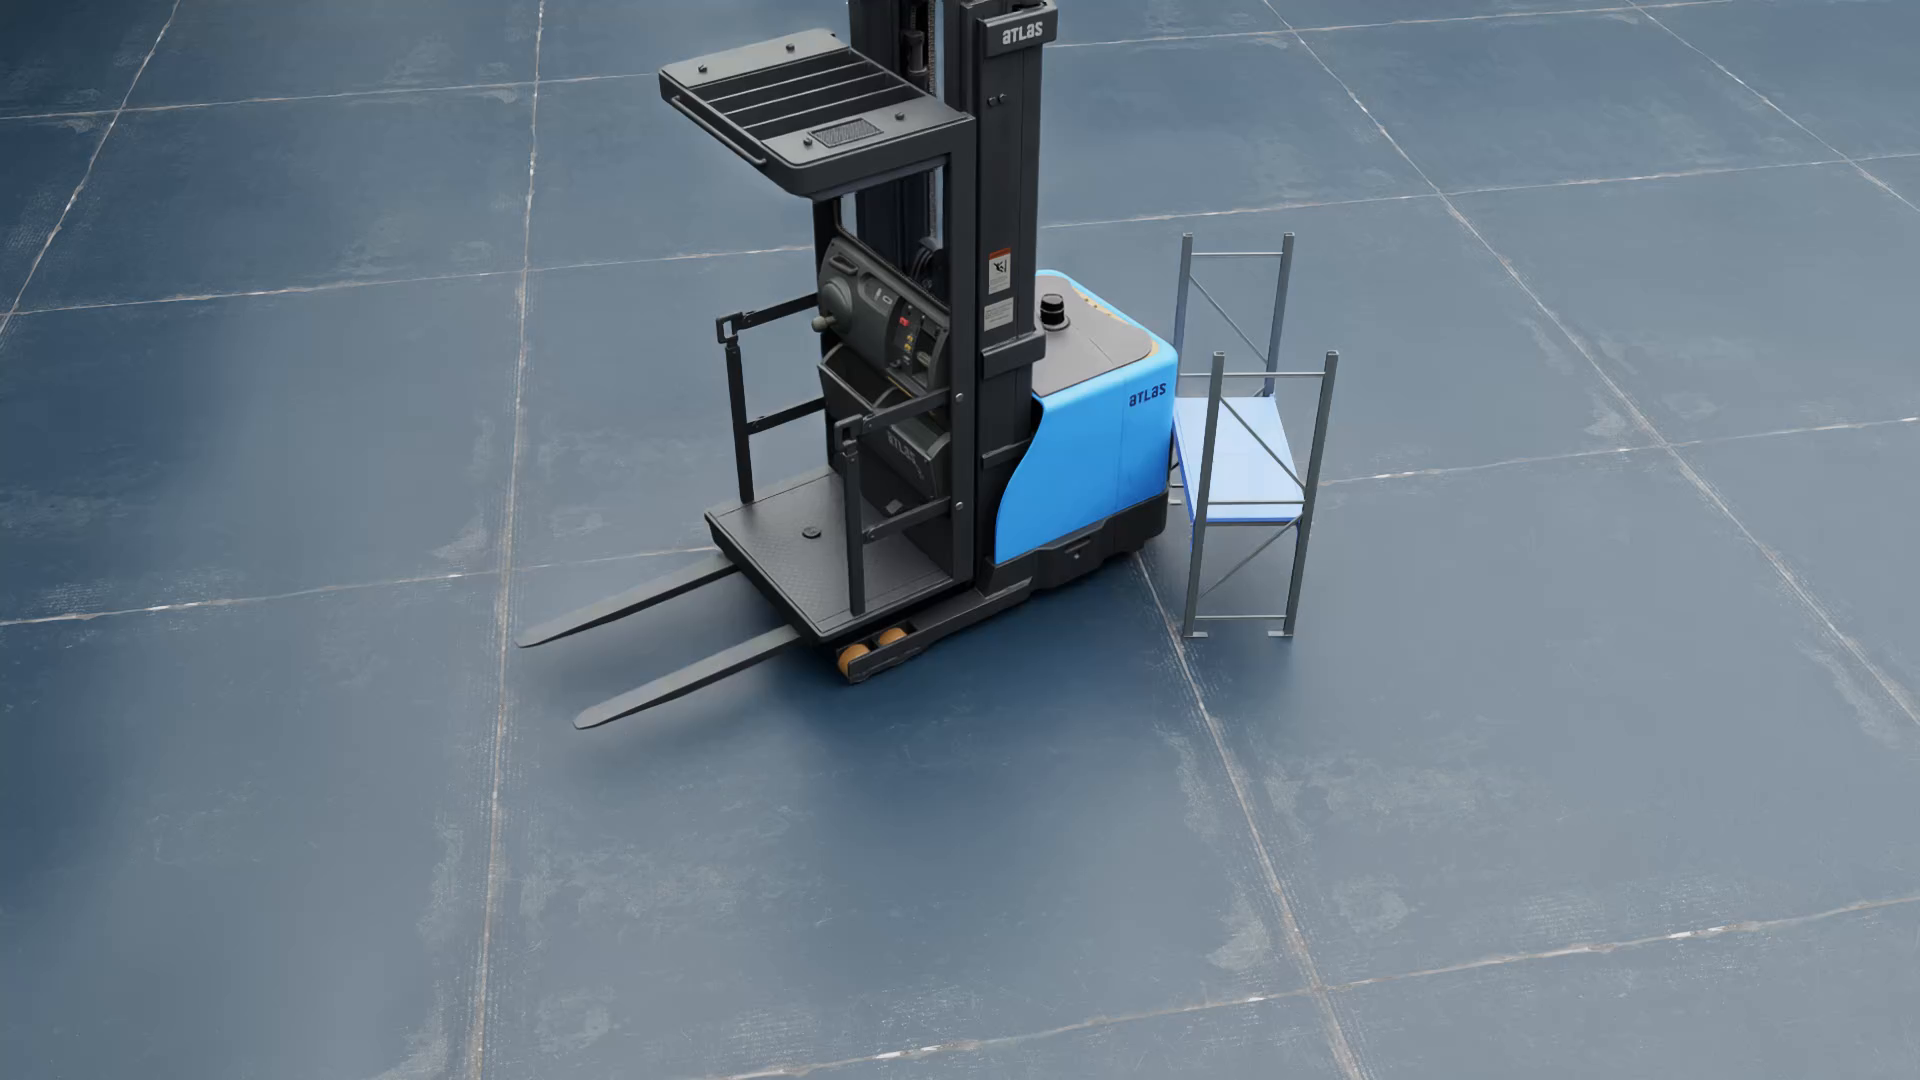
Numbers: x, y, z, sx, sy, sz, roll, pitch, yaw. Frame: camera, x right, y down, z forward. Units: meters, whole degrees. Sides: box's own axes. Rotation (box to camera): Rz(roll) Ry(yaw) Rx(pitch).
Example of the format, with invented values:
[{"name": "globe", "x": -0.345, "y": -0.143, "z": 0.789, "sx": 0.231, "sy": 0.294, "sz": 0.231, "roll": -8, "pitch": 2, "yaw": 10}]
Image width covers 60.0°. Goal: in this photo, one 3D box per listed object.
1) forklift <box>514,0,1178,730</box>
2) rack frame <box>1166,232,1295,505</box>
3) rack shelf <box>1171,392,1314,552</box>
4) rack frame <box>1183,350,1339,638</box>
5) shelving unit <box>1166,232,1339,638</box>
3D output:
[{"name": "forklift", "x": -0.501, "y": -0.901, "z": 6.921, "sx": 3.031, "sy": 2.935, "sz": 1.130, "roll": -23, "pitch": 43, "yaw": -26}, {"name": "rack frame", "x": 1.254, "y": -0.782, "z": 7.934, "sx": 0.500, "sy": 1.500, "sz": 0.032, "roll": 0, "pitch": 38, "yaw": -1}, {"name": "rack shelf", "x": 1.261, "y": -0.328, "z": 7.643, "sx": 0.538, "sy": 0.185, "sz": 1.000, "roll": 0, "pitch": 38, "yaw": -1}, {"name": "rack frame", "x": 1.268, "y": -0.158, "z": 7.131, "sx": 0.500, "sy": 1.500, "sz": 0.032, "roll": 0, "pitch": 38, "yaw": -1}, {"name": "shelving unit", "x": 1.261, "y": -0.470, "z": 7.532, "sx": 0.538, "sy": 1.500, "sz": 1.048, "roll": 0, "pitch": 38, "yaw": -1}]
